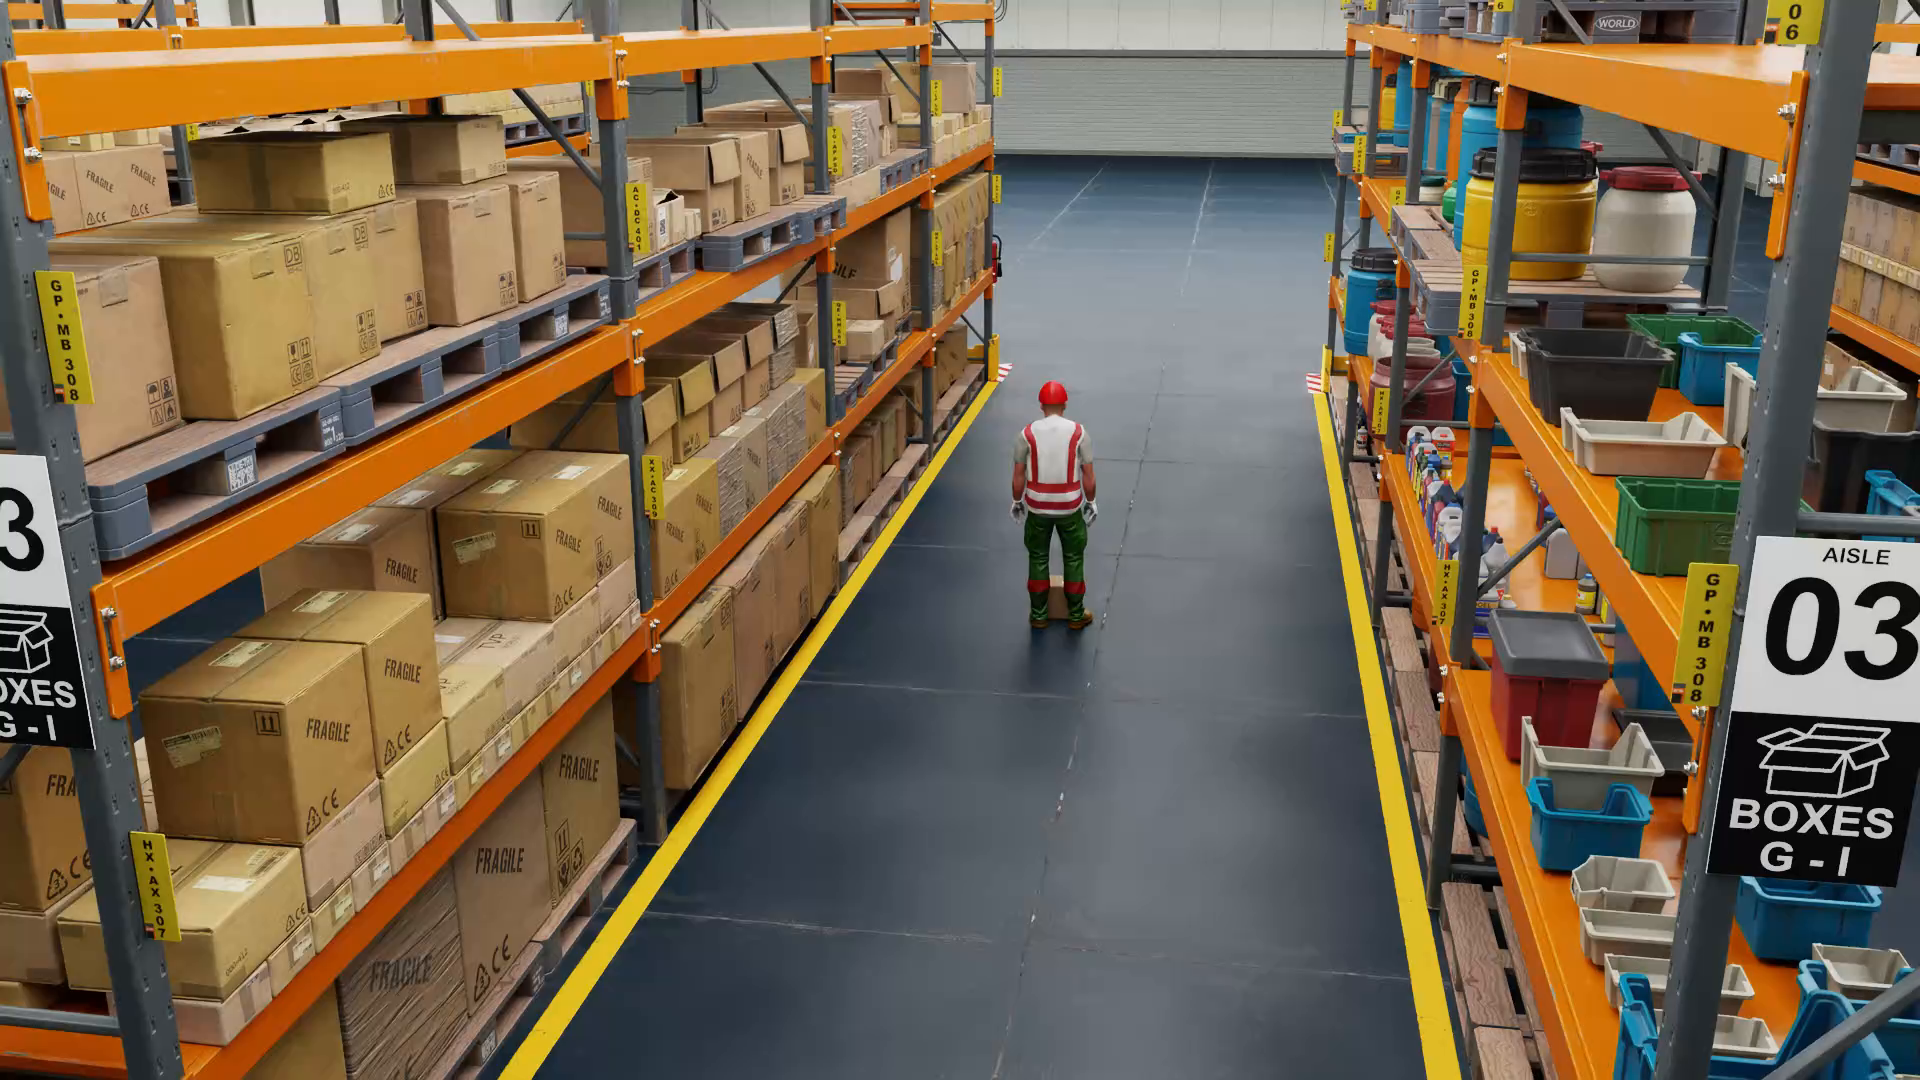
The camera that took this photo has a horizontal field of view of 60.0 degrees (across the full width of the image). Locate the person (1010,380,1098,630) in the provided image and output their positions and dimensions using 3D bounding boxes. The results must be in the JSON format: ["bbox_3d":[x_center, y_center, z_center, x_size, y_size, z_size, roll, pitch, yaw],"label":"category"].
[{"bbox_3d":[0.666,-0.243,11.785,0.620,1.780,0.446,2,18,6],"label":"person"}]
